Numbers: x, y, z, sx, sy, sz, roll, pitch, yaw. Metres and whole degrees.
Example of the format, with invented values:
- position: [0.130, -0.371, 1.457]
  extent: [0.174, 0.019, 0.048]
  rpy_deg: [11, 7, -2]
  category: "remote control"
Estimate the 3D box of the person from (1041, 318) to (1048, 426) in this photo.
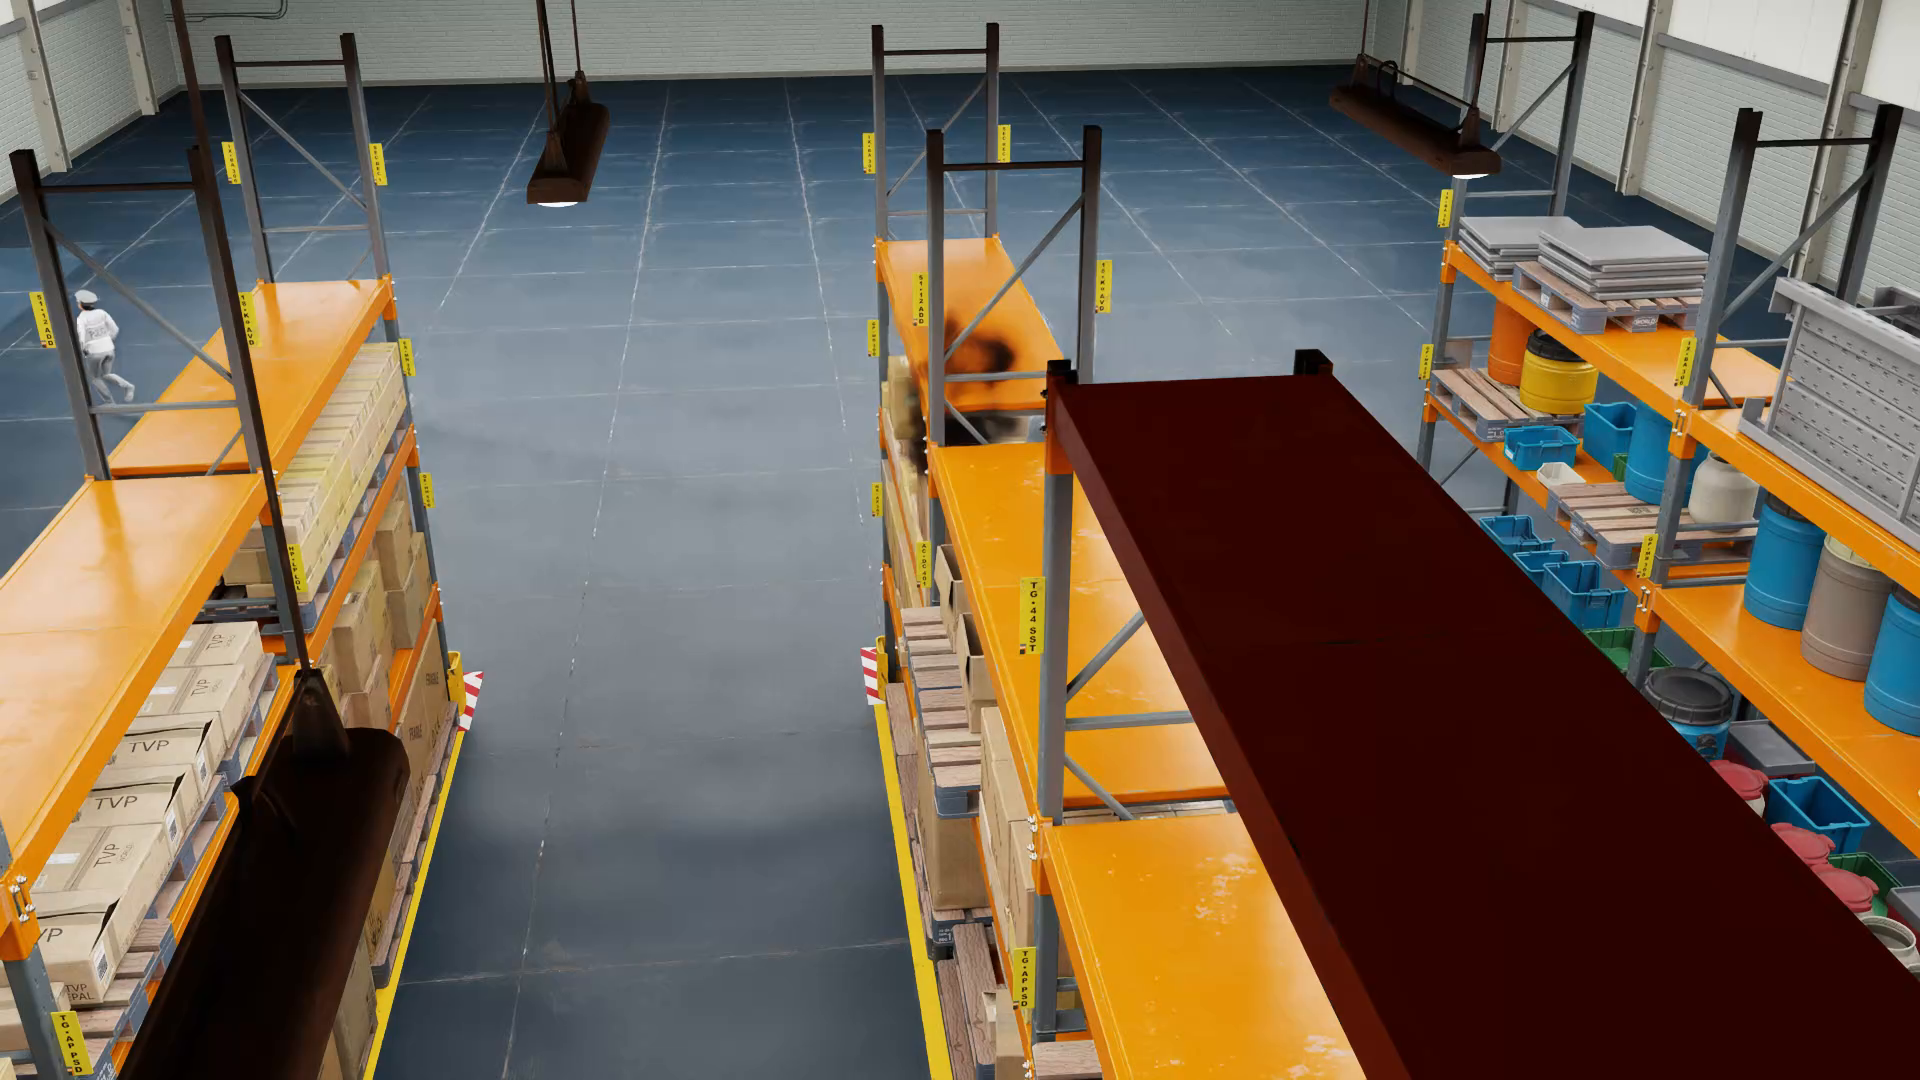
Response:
- position: [0.860, -2.238, 21.141]
  extent: [1.025, 1.805, 0.649]
  rpy_deg: [4, 26, 9]
  category: "person"

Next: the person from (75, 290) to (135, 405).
- position: [-11.211, -2.443, 21.741]
  extent: [0.593, 1.648, 0.603]
  rpy_deg: [13, 28, 25]
  category: "person"
